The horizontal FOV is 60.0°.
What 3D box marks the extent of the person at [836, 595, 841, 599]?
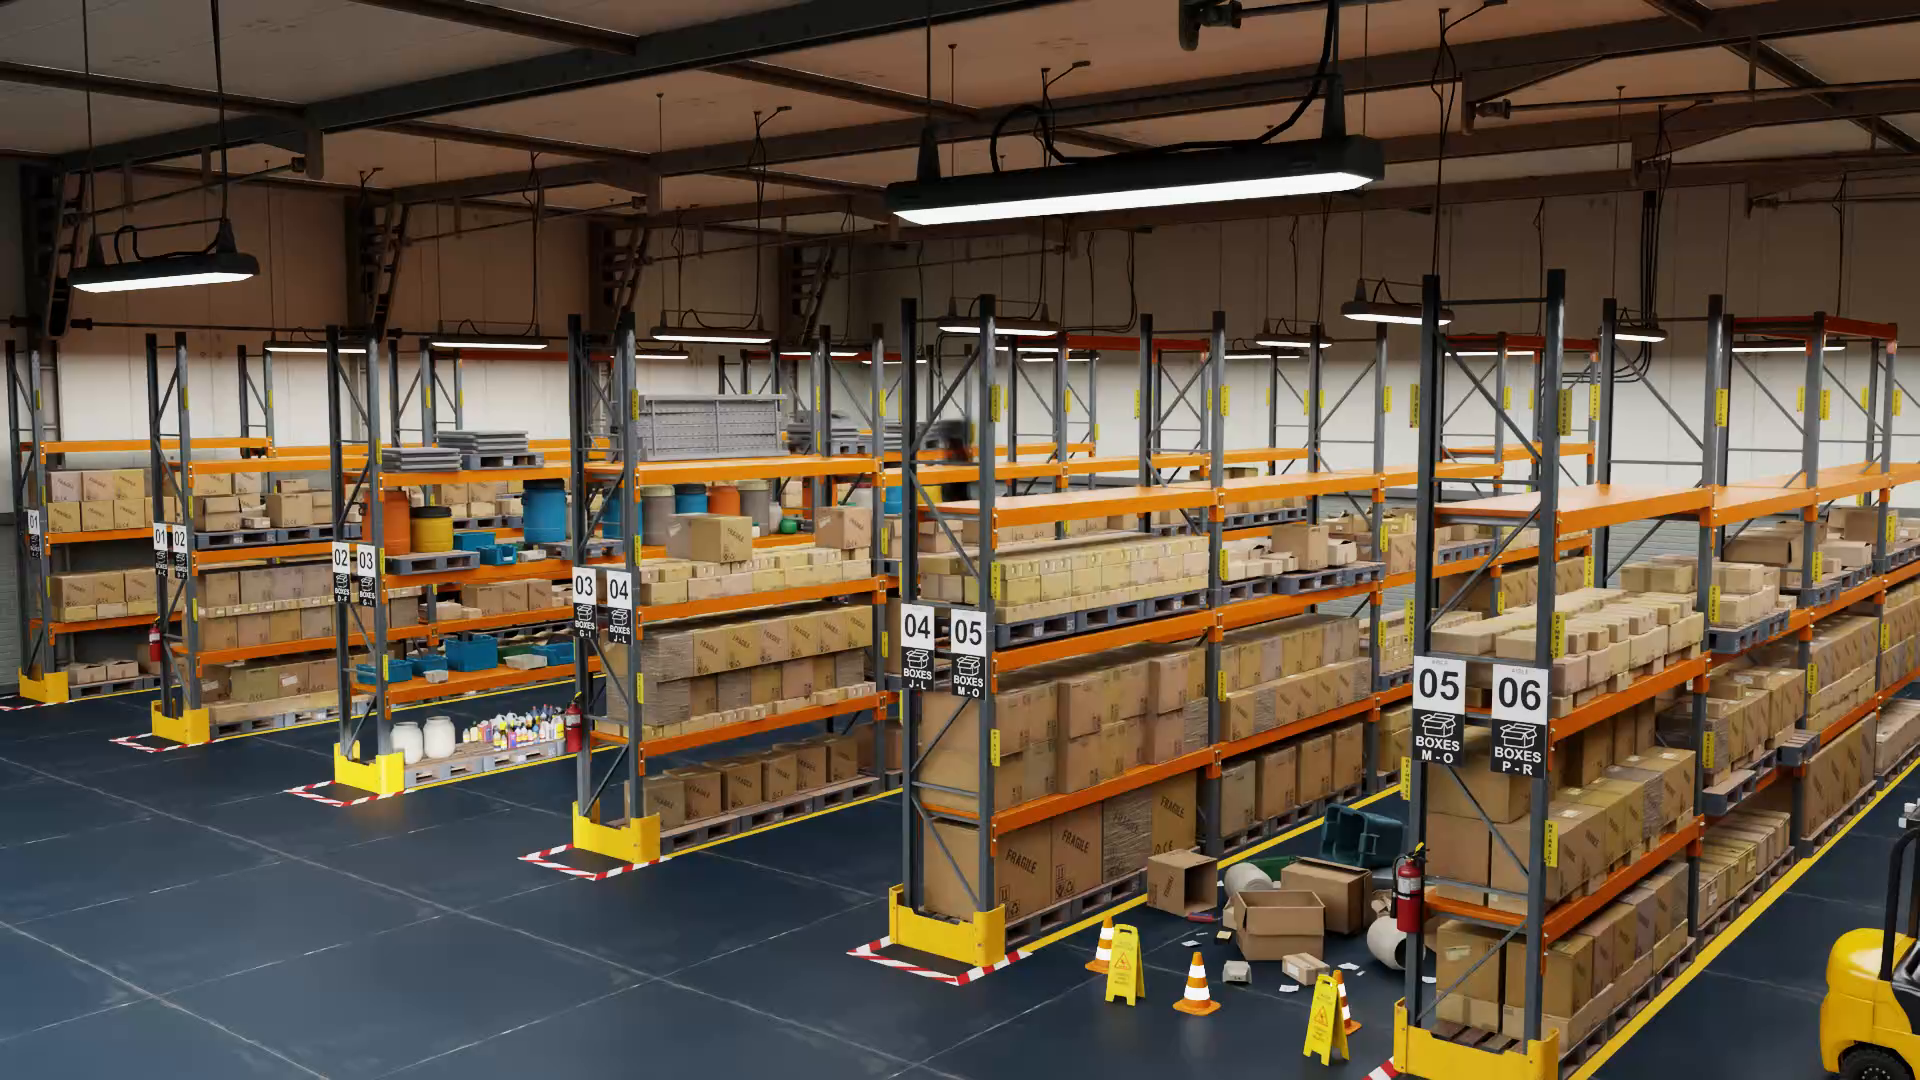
[{"bbox_3d":[-2.695,0.700,39.540,0.976,1.749,0.692,4,7,40],"label":"person"}]
